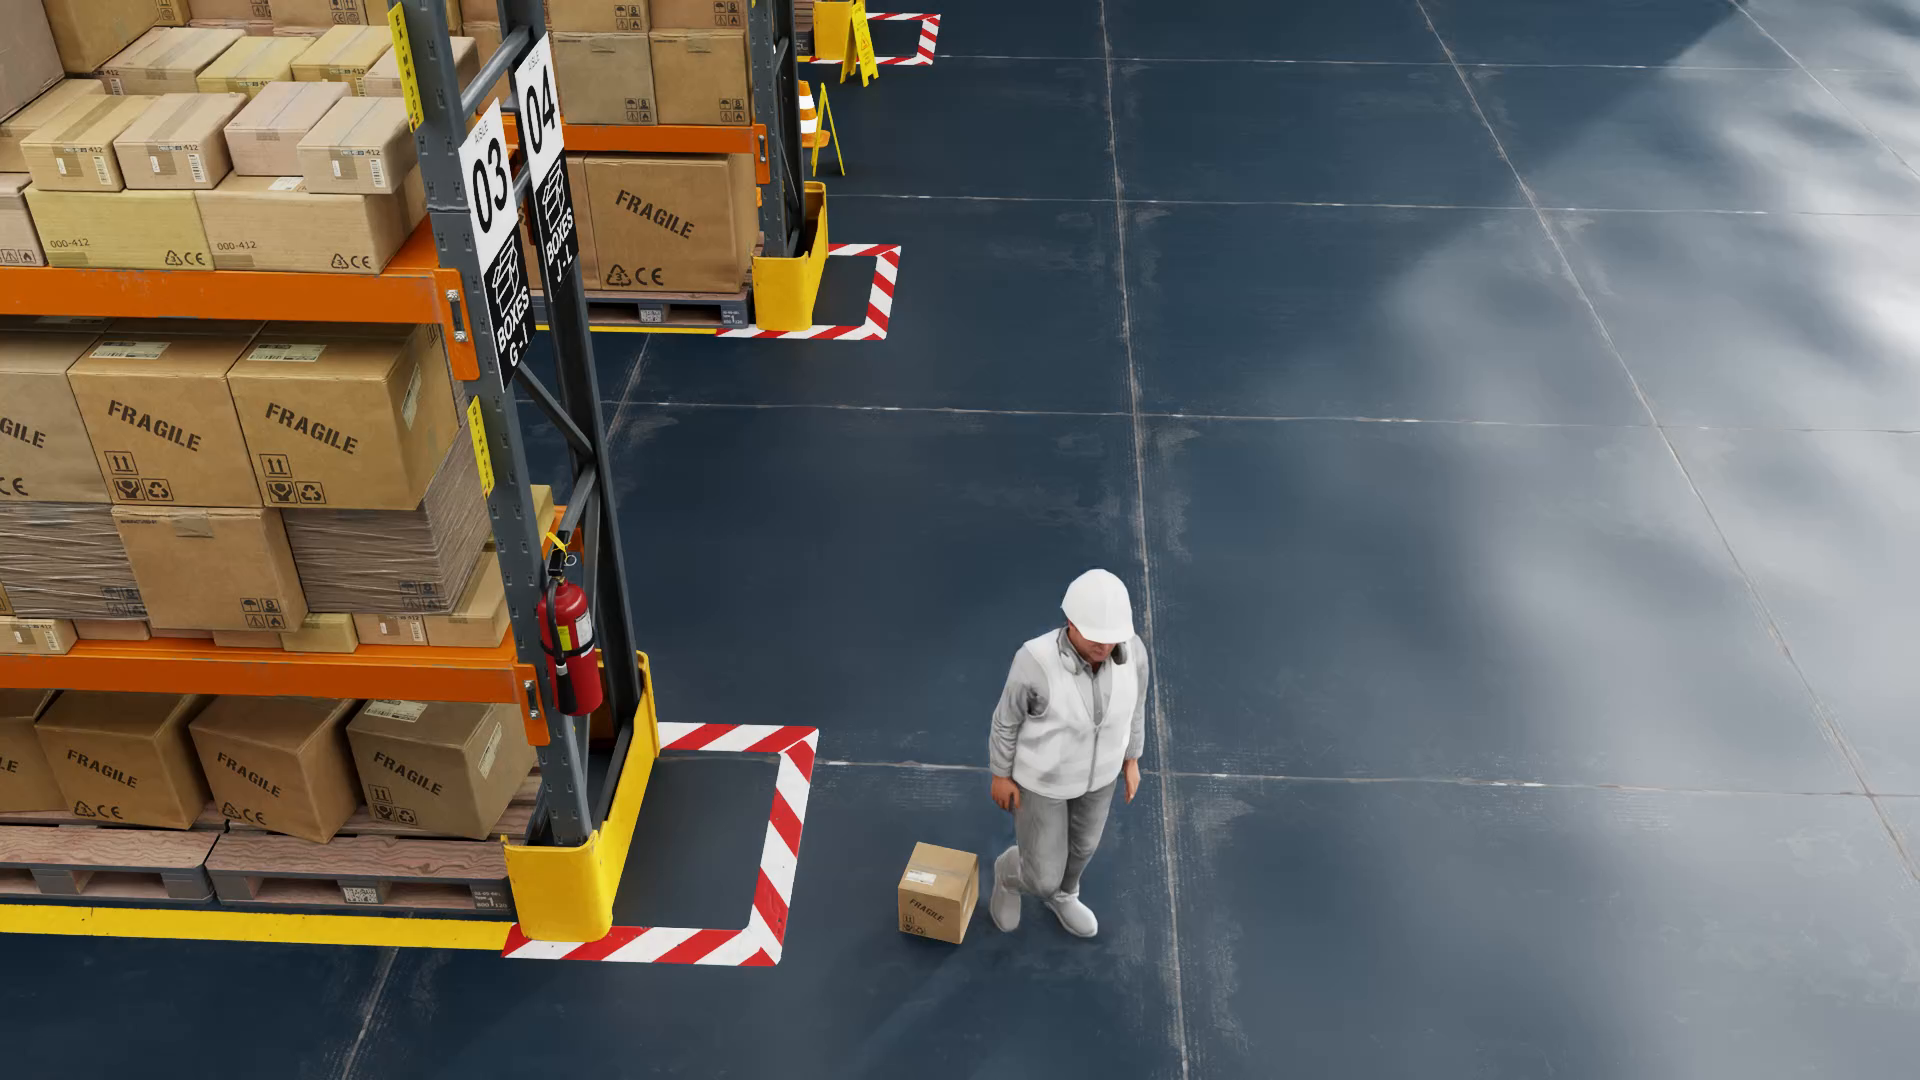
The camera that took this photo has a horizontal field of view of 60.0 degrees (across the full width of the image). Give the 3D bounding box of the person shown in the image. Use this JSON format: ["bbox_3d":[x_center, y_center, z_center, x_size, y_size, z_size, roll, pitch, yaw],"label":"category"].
[{"bbox_3d":[0.376,0.794,5.937,0.568,1.759,0.539,-17,39,-22],"label":"person"}]
